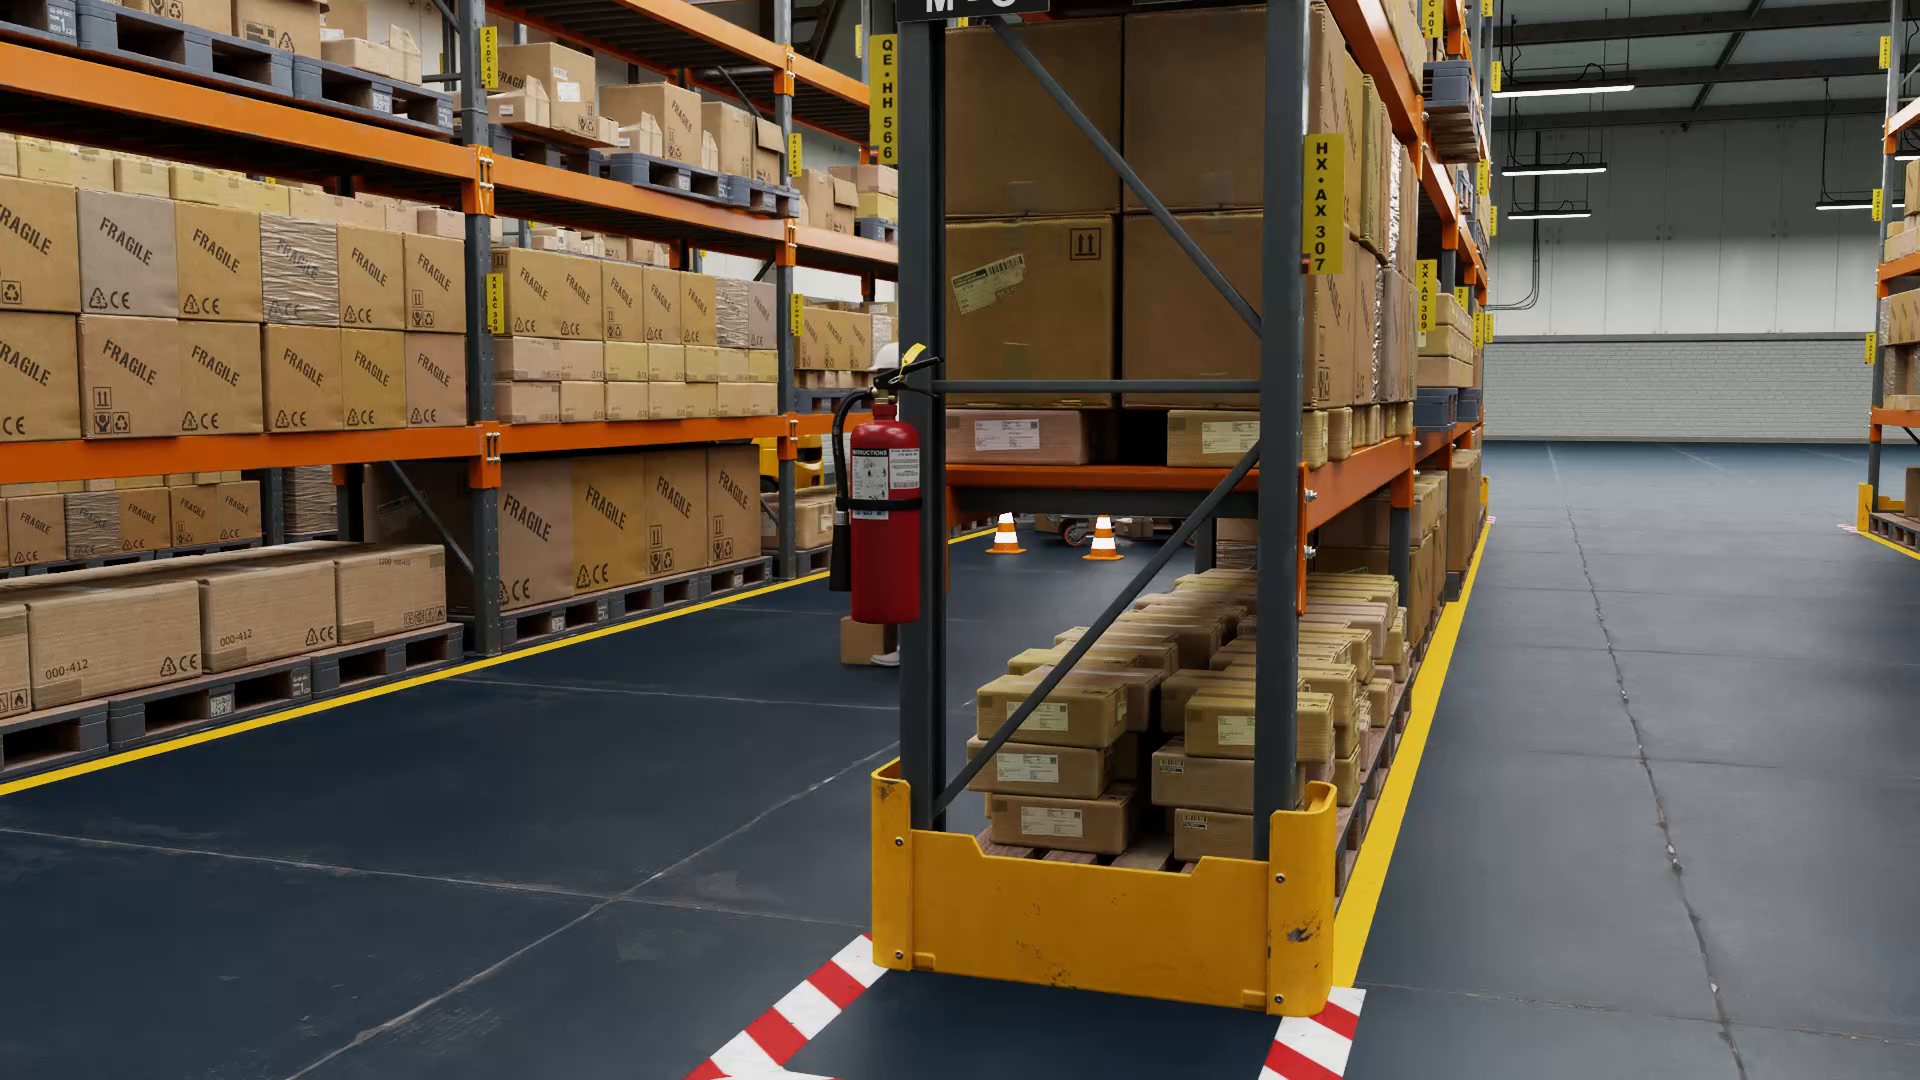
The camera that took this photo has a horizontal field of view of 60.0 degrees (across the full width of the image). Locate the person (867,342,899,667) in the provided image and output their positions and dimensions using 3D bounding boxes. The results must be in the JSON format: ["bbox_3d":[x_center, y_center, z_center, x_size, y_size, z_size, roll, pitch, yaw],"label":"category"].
[{"bbox_3d":[-0.276,-0.195,9.076,0.456,1.757,0.613,2,5,17],"label":"person"}]
